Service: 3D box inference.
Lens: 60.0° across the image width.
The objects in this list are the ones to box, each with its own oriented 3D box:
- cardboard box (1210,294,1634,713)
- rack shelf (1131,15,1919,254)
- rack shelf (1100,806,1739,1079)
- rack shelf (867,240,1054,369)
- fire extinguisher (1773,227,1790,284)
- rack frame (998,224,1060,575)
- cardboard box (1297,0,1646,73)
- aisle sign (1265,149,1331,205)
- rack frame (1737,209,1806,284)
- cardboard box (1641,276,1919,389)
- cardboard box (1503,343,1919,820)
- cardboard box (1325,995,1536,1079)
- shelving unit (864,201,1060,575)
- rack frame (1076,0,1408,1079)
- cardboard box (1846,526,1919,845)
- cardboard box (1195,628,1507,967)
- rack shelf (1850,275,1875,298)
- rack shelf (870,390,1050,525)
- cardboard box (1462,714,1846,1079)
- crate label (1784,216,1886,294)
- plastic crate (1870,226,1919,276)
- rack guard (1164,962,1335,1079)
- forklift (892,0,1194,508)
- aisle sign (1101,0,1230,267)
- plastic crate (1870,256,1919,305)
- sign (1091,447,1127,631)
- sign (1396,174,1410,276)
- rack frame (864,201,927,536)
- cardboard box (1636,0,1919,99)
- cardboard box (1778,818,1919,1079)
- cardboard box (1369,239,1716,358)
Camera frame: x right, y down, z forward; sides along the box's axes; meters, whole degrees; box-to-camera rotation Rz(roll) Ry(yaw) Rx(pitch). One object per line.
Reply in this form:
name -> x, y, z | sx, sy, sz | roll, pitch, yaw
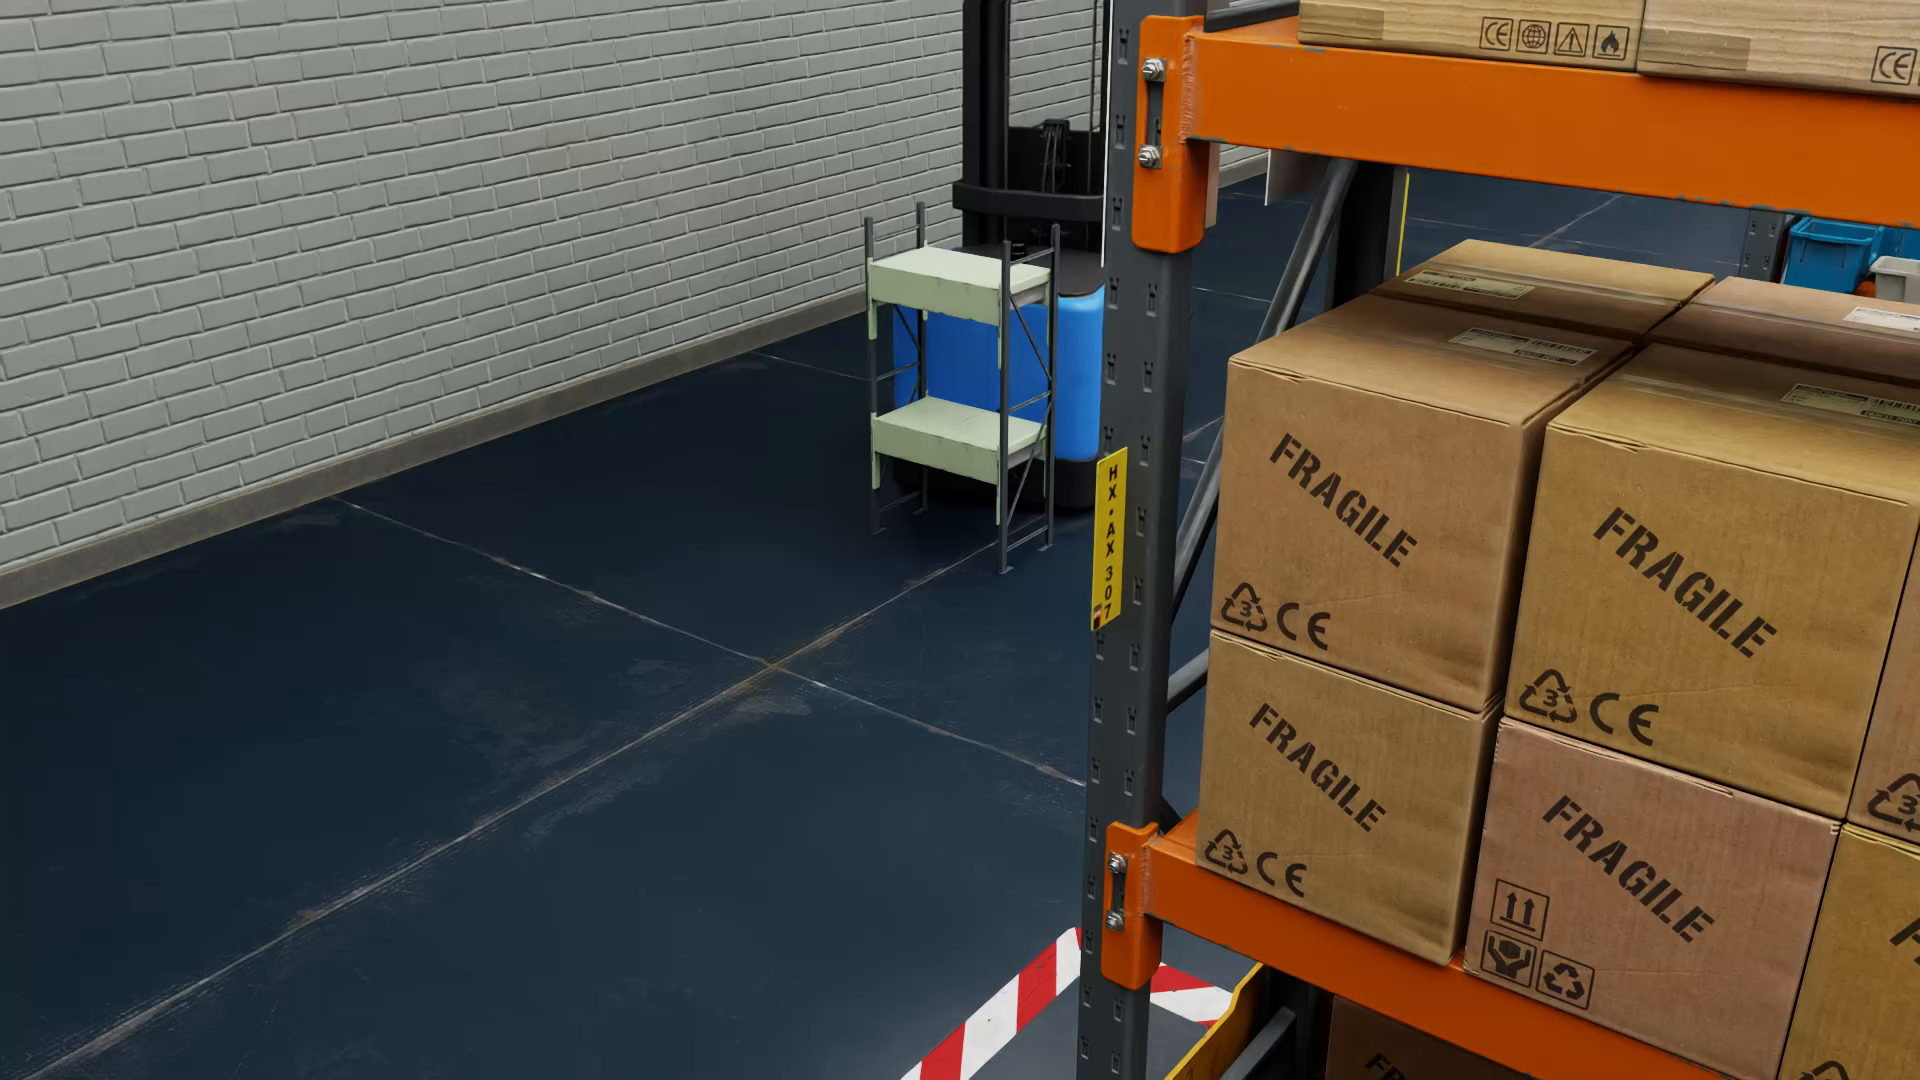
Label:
cardboard box -> 0.789, -0.090, 2.870 | 0.500, 0.500, 0.500 | 18, 29, 35
rack shelf -> 2.192, -0.339, 1.971 | 4.000, 0.370, 1.077 | 17, 29, 33
rack shelf -> 2.192, 1.034, 2.575 | 4.000, 0.370, 1.077 | 17, 29, 33
rack shelf -> 0.005, -1.042, 7.287 | 0.720, 0.370, 0.431 | 17, 29, 33
fire extinguisher -> 3.718, -1.353, 7.660 | 0.183, 0.674, 0.296 | 17, 29, 33
rack frame -> 0.298, -0.596, 7.243 | 0.023, 1.500, 0.400 | 17, 29, 33
cardboard box -> 0.851, -0.877, 2.485 | 0.500, 0.250, 0.500 | 17, 29, 33
aisle sign -> 0.721, -1.084, 3.266 | 0.004, 0.787, 0.394 | 17, 29, 33
rack frame -> 3.566, -1.376, 7.153 | 0.127, 3.000, 1.000 | 17, 29, 33
cardboard box -> 1.518, -0.141, 2.987 | 0.500, 0.500, 0.500 | 18, 29, 35
cardboard box -> 1.212, 0.034, 2.588 | 0.500, 0.500, 0.500 | 17, 29, 34
cardboard box -> 1.175, 1.216, 3.825 | 0.500, 0.500, 0.500 | 17, 29, 33
shelving unit -> 0.005, -0.685, 7.444 | 0.755, 1.500, 0.431 | 17, 29, 33
rack frame -> 0.592, 0.221, 3.528 | 0.127, 3.000, 1.000 | 17, 29, 33
cardboard box -> 1.609, 0.157, 2.310 | 0.500, 0.500, 0.500 | 17, 29, 34
cardboard box -> 0.789, 0.368, 3.071 | 0.500, 0.500, 0.500 | 18, 29, 34
rack shelf -> 5.166, -0.563, 6.201 | 4.000, 0.370, 1.077 | 17, 29, 33
rack shelf -> 0.005, -0.386, 7.575 | 0.720, 0.370, 0.431 | 17, 29, 33
cardboard box -> 1.205, 0.491, 2.792 | 0.500, 0.500, 0.500 | 16, 29, 33
crate label -> 3.566, -1.161, 6.798 | 0.303, 0.233, 0.416 | 17, 29, 33
plastic crate -> 3.946, -1.399, 7.087 | 0.499, 0.435, 0.616 | 17, 29, 33
rack guard -> 0.653, 1.383, 3.990 | 0.348, 0.500, 1.175 | 17, 29, 33
forklift -> 0.642, -2.061, 8.793 | 1.130, 2.935, 3.031 | 8, 25, 18
aisle sign -> 0.361, -0.890, 2.826 | 0.004, 0.787, 0.394 | 17, 29, 33
plastic crate -> 3.773, -1.013, 6.581 | 0.298, 0.136, 0.250 | 17, 29, 33
sign -> 0.267, 0.000, 2.956 | 0.005, 0.325, 0.100 | 17, 29, 33
sign -> 0.941, -0.628, 3.626 | 0.005, 0.325, 0.100 | 17, 29, 33
rack frame -> -0.288, -0.773, 7.645 | 0.023, 1.500, 0.400 | 17, 29, 33
cardboard box -> 1.243, -0.752, 2.202 | 0.500, 0.250, 0.500 | 17, 29, 33
cardboard box -> 1.605, 0.613, 2.514 | 0.500, 0.500, 0.500 | 17, 29, 33
cardboard box -> 1.113, -0.263, 3.263 | 0.500, 0.500, 0.500 | 17, 29, 33
